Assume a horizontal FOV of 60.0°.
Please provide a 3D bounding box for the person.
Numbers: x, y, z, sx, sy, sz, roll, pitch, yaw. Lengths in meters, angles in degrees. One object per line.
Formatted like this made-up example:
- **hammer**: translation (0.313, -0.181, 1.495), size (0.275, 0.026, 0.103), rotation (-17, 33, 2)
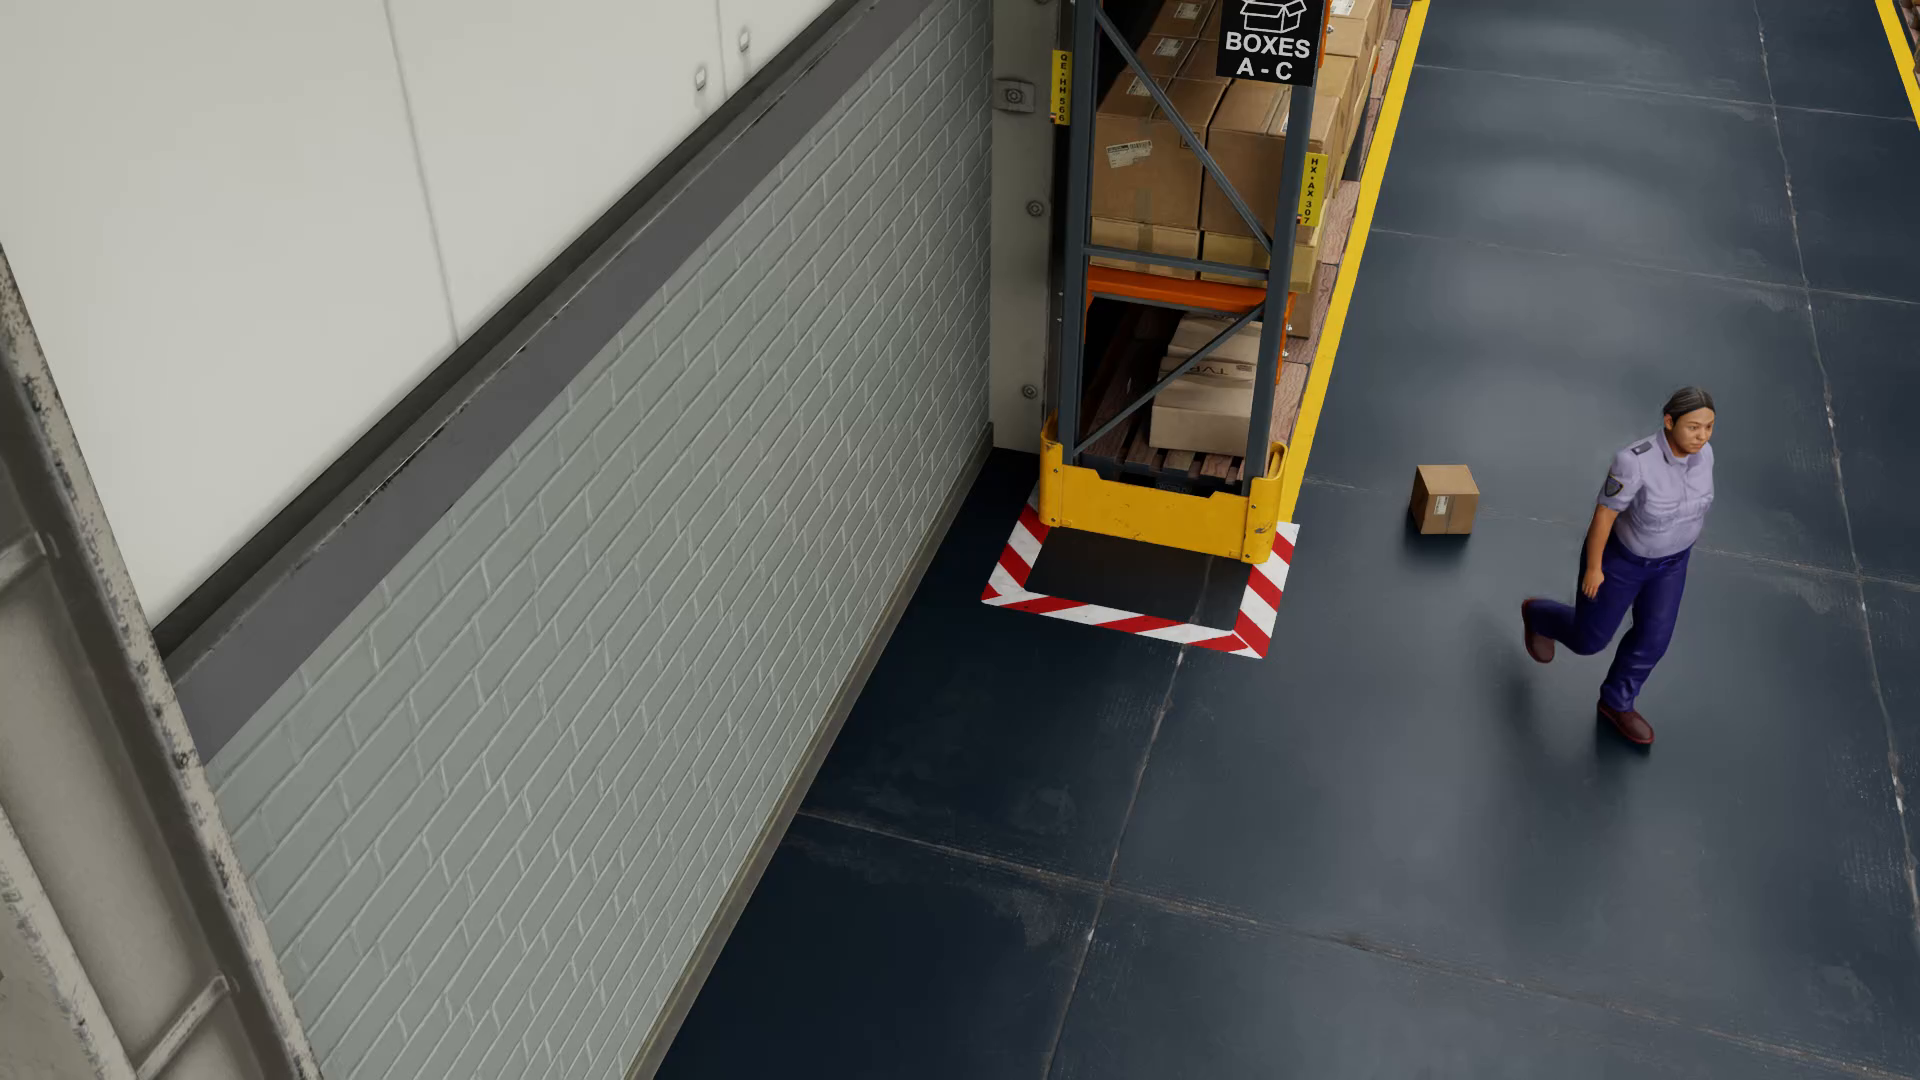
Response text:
- **person**: translation (2.729, 0.042, 6.833), size (0.487, 1.608, 0.739), rotation (-12, 39, -15)
